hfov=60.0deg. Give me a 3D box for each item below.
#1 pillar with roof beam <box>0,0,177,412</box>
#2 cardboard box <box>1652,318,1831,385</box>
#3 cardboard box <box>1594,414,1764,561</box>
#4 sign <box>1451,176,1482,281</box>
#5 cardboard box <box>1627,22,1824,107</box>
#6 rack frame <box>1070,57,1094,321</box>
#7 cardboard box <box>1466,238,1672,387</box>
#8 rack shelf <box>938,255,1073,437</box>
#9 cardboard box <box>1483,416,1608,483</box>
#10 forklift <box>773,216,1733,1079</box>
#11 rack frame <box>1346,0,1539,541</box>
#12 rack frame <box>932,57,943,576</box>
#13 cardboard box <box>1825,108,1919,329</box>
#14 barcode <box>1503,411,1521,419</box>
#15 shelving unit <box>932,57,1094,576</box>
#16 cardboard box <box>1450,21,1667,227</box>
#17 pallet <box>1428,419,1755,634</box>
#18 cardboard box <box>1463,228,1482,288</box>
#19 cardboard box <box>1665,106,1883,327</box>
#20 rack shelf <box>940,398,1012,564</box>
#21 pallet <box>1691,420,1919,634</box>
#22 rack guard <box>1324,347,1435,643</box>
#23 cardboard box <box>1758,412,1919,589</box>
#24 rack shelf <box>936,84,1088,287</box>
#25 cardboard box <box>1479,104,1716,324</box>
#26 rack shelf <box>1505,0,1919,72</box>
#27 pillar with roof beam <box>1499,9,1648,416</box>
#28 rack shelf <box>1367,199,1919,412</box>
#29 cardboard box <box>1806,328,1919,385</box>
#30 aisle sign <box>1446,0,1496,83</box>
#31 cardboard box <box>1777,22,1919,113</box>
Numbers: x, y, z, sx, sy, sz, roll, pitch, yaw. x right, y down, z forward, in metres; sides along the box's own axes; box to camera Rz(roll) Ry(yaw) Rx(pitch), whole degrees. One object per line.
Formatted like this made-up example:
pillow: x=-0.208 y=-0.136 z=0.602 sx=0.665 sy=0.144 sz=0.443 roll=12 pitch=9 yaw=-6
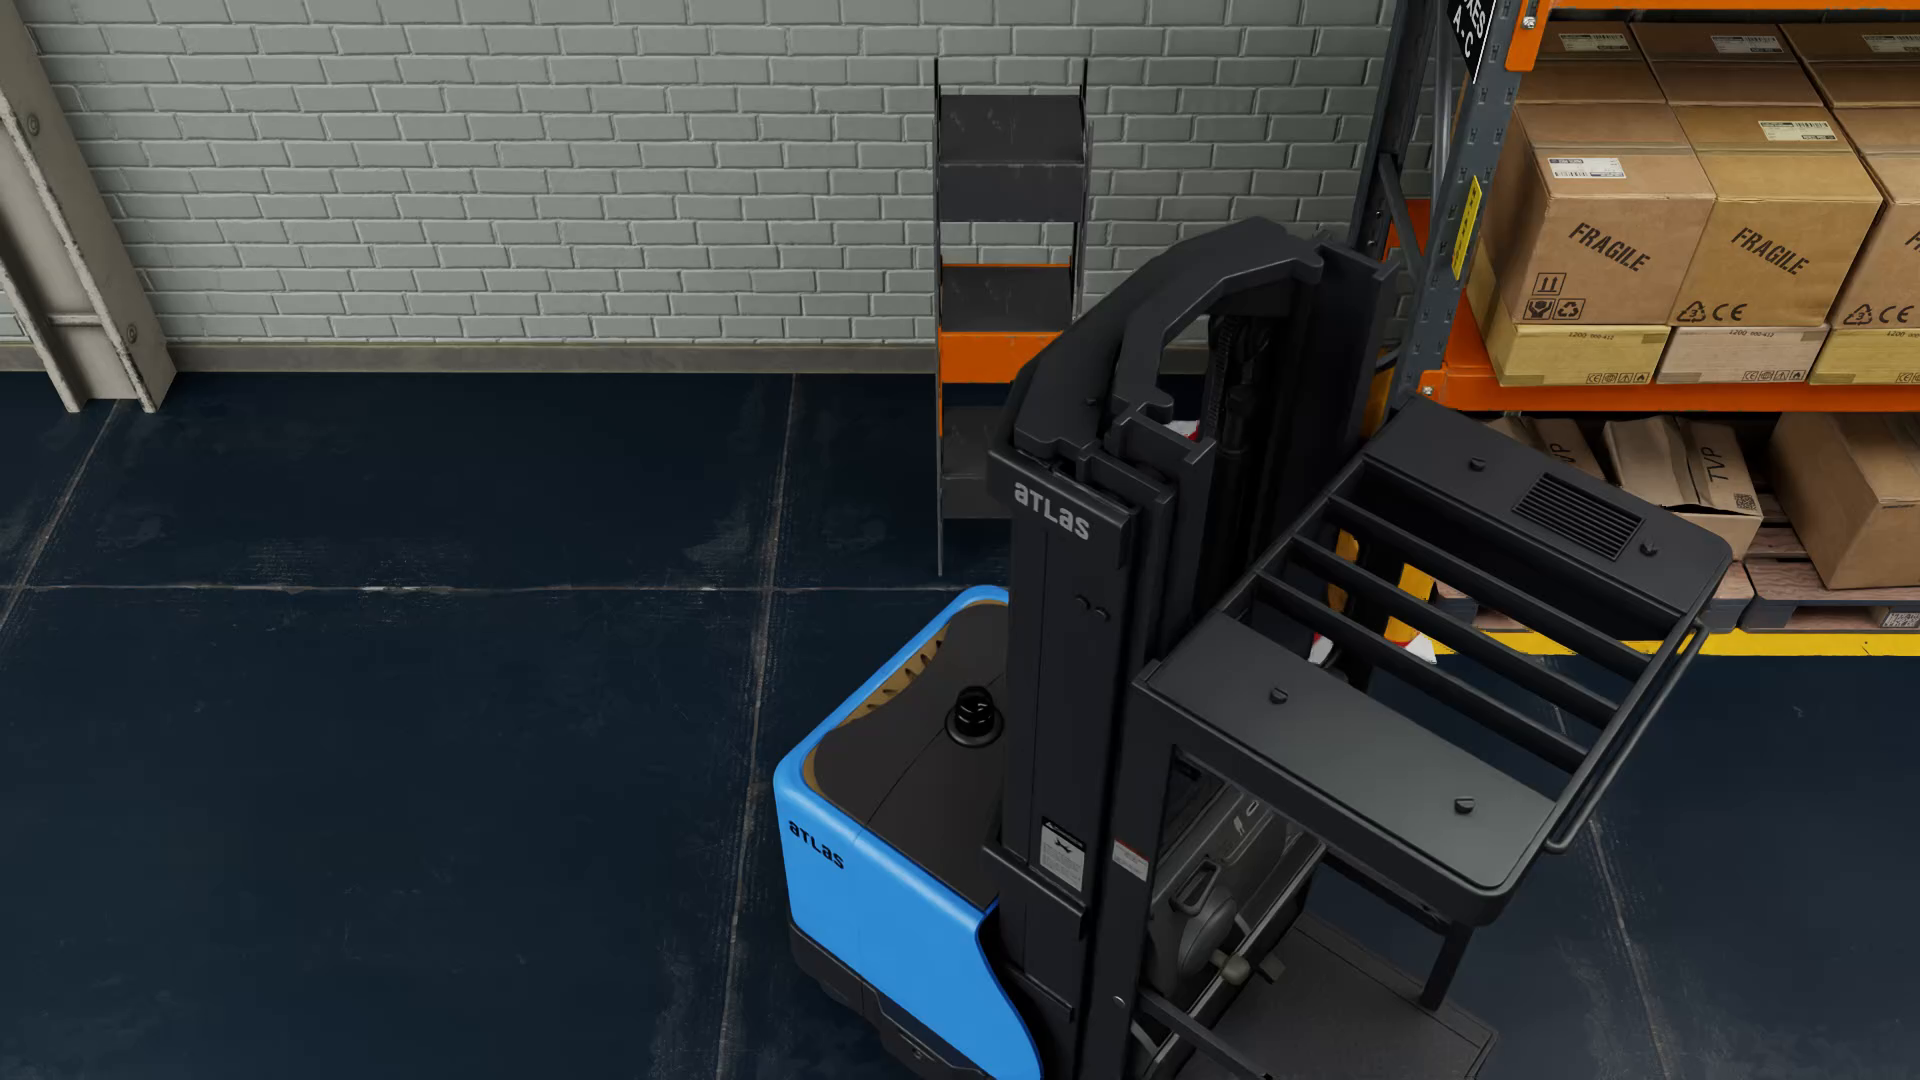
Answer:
pillar with roof beam: x=-3.768 y=-0.593 z=1.235 sx=0.400 sy=9.000 sz=9.100 roll=0 pitch=47 yaw=0
cardboard box: x=2.551 y=-0.784 z=5.600 sx=0.500 sy=0.250 sz=0.500 roll=-1 pitch=47 yaw=-1
cardboard box: x=2.806 y=-0.217 z=6.520 sx=0.500 sy=0.311 sz=0.500 roll=4 pitch=47 yaw=3
sign: x=1.543 y=-0.951 z=5.075 sx=0.005 sy=0.325 sz=0.100 roll=0 pitch=47 yaw=0
cardboard box: x=2.520 y=-1.410 z=5.670 sx=0.500 sy=0.500 sz=0.500 roll=1 pitch=47 yaw=1
rack frame: x=0.410 y=-0.714 z=6.061 sx=0.015 sy=2.100 sz=0.400 roll=0 pitch=47 yaw=0
cardboard box: x=2.031 y=-0.775 z=5.592 sx=0.500 sy=0.250 sz=0.500 roll=-1 pitch=47 yaw=-1
rack shelf: x=0.166 y=-0.706 z=6.072 sx=0.480 sy=0.518 sz=0.431 roll=0 pitch=47 yaw=0
cardboard box: x=2.236 y=-0.219 z=6.522 sx=0.500 sy=0.311 sz=0.500 roll=-5 pitch=47 yaw=-4
forklift: x=0.907 y=0.805 z=4.079 sx=3.031 sy=2.935 sz=1.130 roll=31 pitch=54 yaw=25
rack frame: x=1.545 y=-1.053 z=5.761 sx=0.127 sy=3.000 sz=1.000 roll=0 pitch=47 yaw=0
rack frame: x=-0.078 y=-0.716 z=6.062 sx=0.015 sy=2.100 sz=0.400 roll=0 pitch=47 yaw=0
cardboard box: x=3.032 y=-1.028 z=5.315 sx=0.500 sy=0.500 sz=0.500 roll=-1 pitch=47 yaw=-1
barcode: x=2.256 y=-0.515 z=6.791 sx=0.075 sy=0.075 sz=0.001 roll=0 pitch=47 yaw=0
shelving unit: x=0.166 y=-0.715 z=6.062 sx=0.503 sy=2.100 sz=0.431 roll=0 pitch=47 yaw=0
cardboard box: x=2.017 y=-1.418 z=5.678 sx=0.500 sy=0.500 sz=0.500 roll=0 pitch=47 yaw=0
pallet: x=2.433 y=-0.074 z=6.756 sx=1.213 sy=0.211 sz=1.003 roll=0 pitch=47 yaw=0
cardboard box: x=2.013 y=-1.149 z=5.940 sx=0.500 sy=0.250 sz=0.500 roll=1 pitch=47 yaw=1
cardboard box: x=2.515 y=-1.034 z=5.321 sx=0.500 sy=0.500 sz=0.500 roll=0 pitch=47 yaw=0
rack shelf: x=0.166 y=-0.229 z=6.584 sx=0.480 sy=0.518 sz=0.431 roll=0 pitch=47 yaw=0
pallet: x=3.650 y=-0.069 z=6.751 sx=1.213 sy=0.211 sz=1.003 roll=0 pitch=47 yaw=0
rack guard: x=1.621 y=-0.201 z=6.676 sx=0.348 sy=0.500 sz=1.175 roll=0 pitch=47 yaw=0
cardboard box: x=3.540 y=-0.243 z=6.415 sx=0.500 sy=0.500 sz=0.700 roll=-3 pitch=47 yaw=-2
rack shelf: x=0.166 y=-1.183 z=5.559 sx=0.480 sy=0.518 sz=0.431 roll=0 pitch=47 yaw=0
cardboard box: x=2.021 y=-1.043 z=5.329 sx=0.500 sy=0.500 sz=0.500 roll=0 pitch=47 yaw=0
rack shelf: x=3.545 y=-1.824 z=4.922 sx=4.000 sy=0.370 sz=1.077 roll=0 pitch=47 yaw=0
pillar with roof beam: x=2.232 y=-0.577 z=1.220 sx=0.400 sy=9.000 sz=9.100 roll=0 pitch=47 yaw=0
rack shelf: x=3.545 y=-0.802 z=6.020 sx=4.000 sy=0.370 sz=1.077 roll=0 pitch=47 yaw=0
cardboard box: x=3.060 y=-0.778 z=5.595 sx=0.500 sy=0.250 sz=0.500 roll=-1 pitch=47 yaw=0
aisle sign: x=1.472 y=-1.719 z=4.606 sx=0.004 sy=0.787 sz=0.394 roll=0 pitch=47 yaw=0
cardboard box: x=3.037 y=-1.411 z=5.672 sx=0.500 sy=0.500 sz=0.500 roll=-1 pitch=47 yaw=-1
